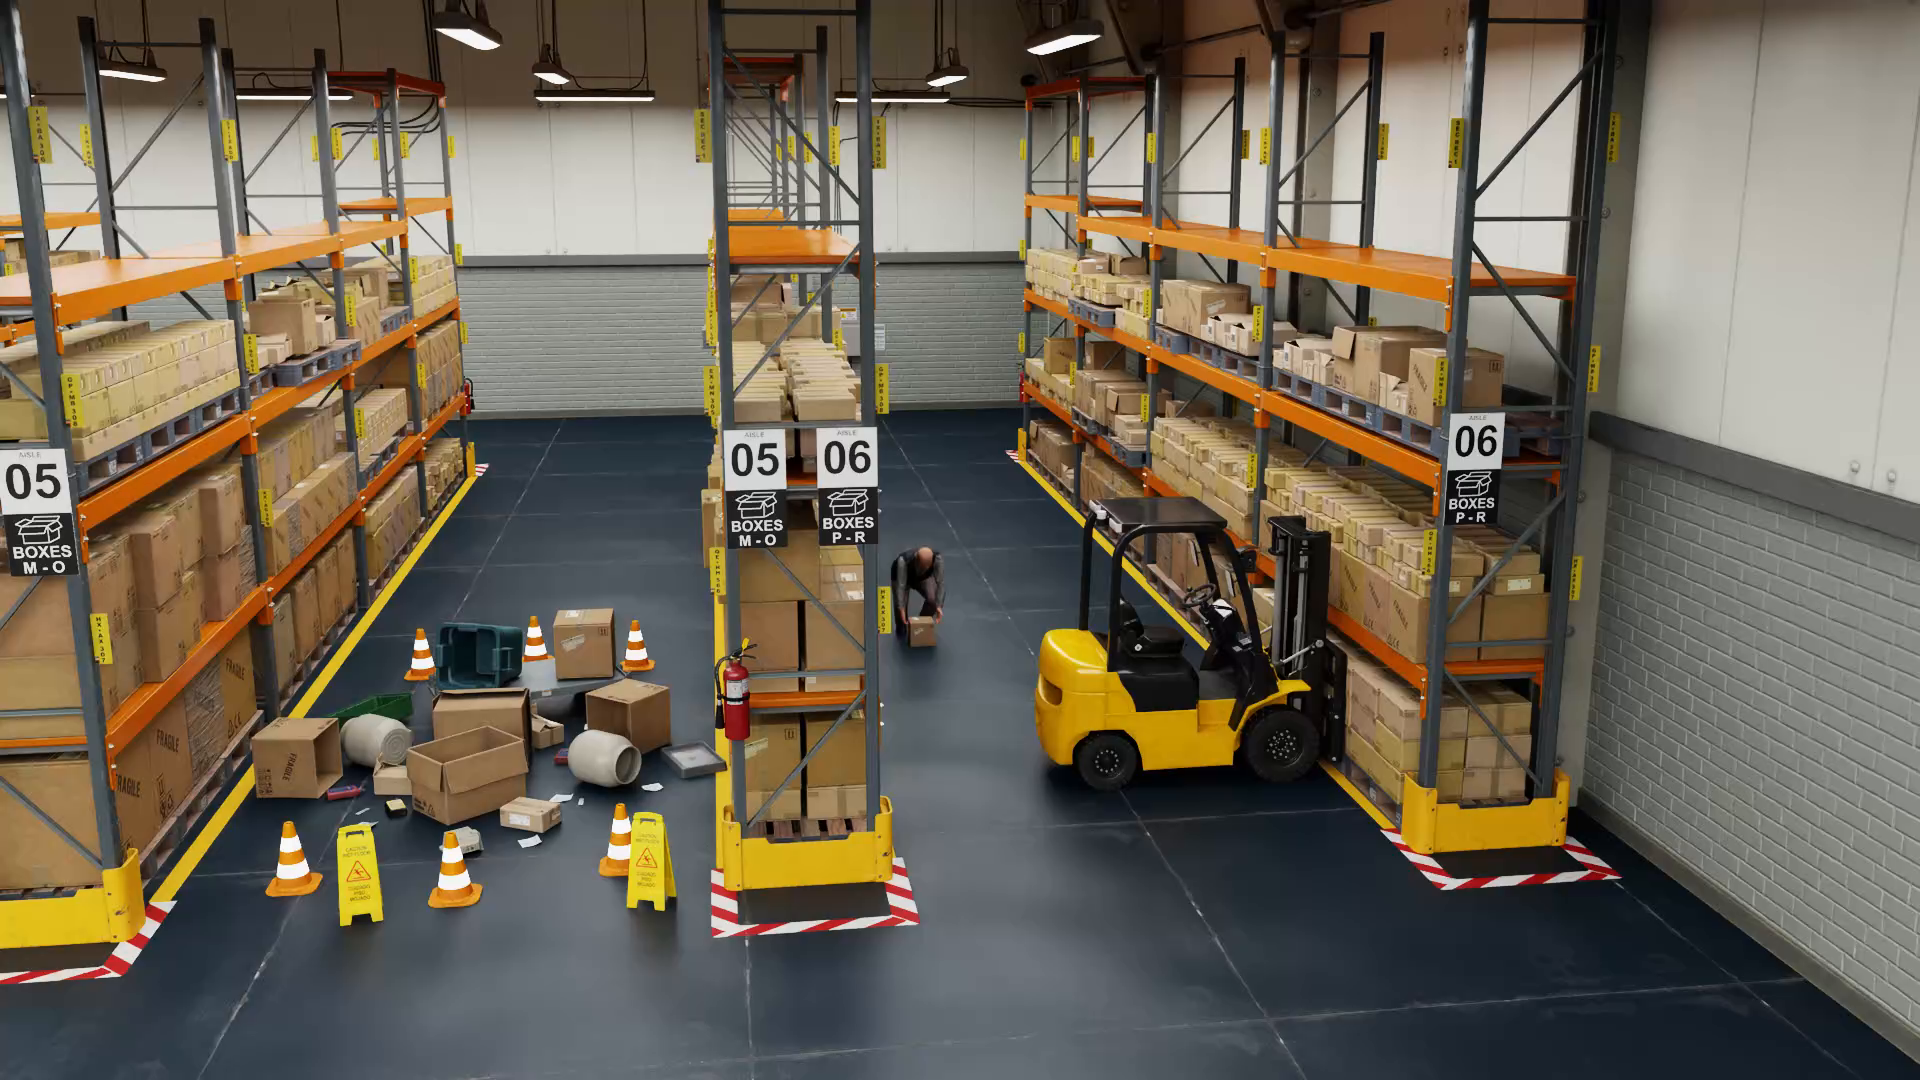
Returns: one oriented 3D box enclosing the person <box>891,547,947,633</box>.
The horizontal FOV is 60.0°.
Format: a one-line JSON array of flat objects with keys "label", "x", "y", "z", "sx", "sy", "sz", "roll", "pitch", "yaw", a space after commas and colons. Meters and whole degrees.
[{"label": "person", "x": -0.439, "y": 0.493, "z": 17.502, "sx": 0.552, "sy": 1.008, "sz": 0.856, "roll": -2, "pitch": 13, "yaw": -8}]
